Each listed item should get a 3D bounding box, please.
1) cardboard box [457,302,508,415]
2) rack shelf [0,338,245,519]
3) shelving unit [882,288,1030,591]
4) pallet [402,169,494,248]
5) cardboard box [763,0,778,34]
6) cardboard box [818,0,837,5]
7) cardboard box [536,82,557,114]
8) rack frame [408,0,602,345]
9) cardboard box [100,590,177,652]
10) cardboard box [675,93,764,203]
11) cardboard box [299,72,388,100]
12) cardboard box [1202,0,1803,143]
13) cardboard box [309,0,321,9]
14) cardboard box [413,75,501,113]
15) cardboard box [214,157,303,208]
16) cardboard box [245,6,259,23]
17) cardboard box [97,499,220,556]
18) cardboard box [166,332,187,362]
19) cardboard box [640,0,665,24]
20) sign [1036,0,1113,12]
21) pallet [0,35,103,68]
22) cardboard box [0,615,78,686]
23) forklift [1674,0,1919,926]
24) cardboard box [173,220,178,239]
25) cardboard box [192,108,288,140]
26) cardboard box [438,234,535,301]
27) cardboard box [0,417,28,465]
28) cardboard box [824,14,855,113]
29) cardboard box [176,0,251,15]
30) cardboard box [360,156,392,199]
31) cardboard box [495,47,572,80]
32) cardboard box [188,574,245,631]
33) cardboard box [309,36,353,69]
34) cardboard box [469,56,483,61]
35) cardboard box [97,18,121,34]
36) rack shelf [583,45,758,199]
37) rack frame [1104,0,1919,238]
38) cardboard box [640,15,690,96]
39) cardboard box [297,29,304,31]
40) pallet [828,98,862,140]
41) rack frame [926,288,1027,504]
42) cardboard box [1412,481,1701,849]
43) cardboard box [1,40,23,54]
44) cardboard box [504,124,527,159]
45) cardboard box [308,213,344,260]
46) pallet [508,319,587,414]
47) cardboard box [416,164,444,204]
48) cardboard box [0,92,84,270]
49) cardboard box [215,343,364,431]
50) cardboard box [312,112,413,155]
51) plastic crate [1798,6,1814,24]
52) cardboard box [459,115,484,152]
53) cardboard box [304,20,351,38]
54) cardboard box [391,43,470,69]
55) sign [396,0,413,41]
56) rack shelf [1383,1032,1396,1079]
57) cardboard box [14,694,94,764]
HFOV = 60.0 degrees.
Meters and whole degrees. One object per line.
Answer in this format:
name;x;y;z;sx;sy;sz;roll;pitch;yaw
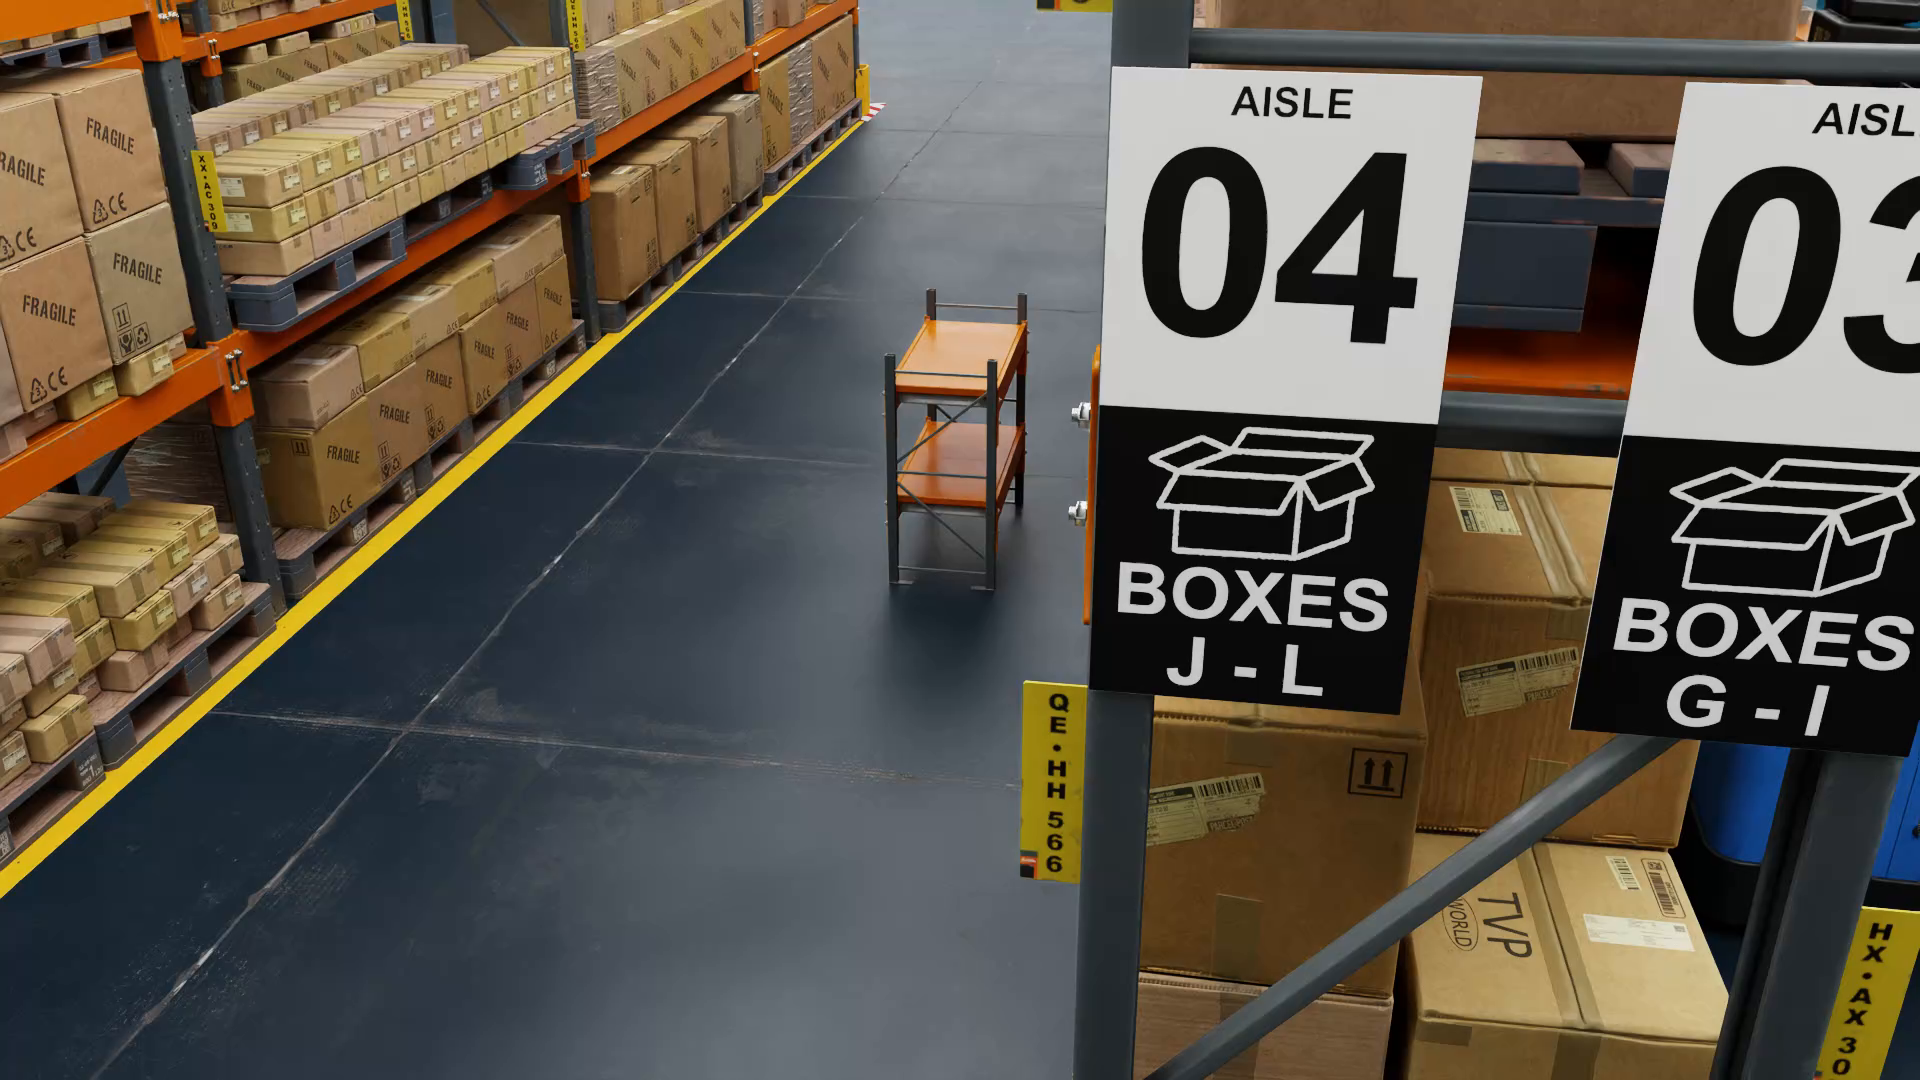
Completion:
cardboard box;-2.909;-1.038;9.384;0.500;0.500;0.500;3;25;6
rack shelf;-3.881;0.122;5.299;1.077;0.370;4.000;4;25;9
shelving unit;-0.001;-0.507;8.005;0.538;1.125;1.048;4;25;9
pallet;-3.183;-1.795;8.773;1.003;0.211;1.213;4;25;9
cardboard box;-2.130;-4.841;14.876;0.875;0.550;0.550;4;25;9
cardboard box;-1.677;-5.737;16.791;0.875;0.550;0.550;4;25;9
cardboard box;-2.574;-2.574;9.661;0.380;0.149;0.250;5;26;10
rack frame;-2.900;-2.713;10.508;1.000;3.000;0.127;4;25;9
cardboard box;-3.350;0.307;6.572;0.380;0.149;0.250;3;25;7
cardboard box;-2.259;-3.291;13.902;1.050;0.750;0.750;4;25;8
cardboard box;-3.339;-2.440;9.024;0.380;0.149;0.250;5;26;11
cardboard box;0.701;-0.842;2.240;0.700;0.500;0.500;3;25;5
cardboard box;-6.547;-5.324;16.382;0.380;0.149;0.250;4;25;8
cardboard box;-2.699;-2.395;8.928;0.380;0.149;0.250;4;25;9
cardboard box;-3.036;-1.519;7.056;0.380;0.149;0.250;5;26;11
cardboard box;-6.775;-4.905;15.487;0.380;0.149;0.250;4;25;8
cardboard box;-3.355;-0.042;6.966;0.380;0.149;0.250;5;25;10
cardboard box;-3.370;-0.791;6.697;0.380;0.149;0.250;4;25;8
cardboard box;-2.571;-4.038;12.042;0.700;0.500;0.500;4;25;8
sign;0.136;-0.748;1.821;0.100;0.325;0.005;4;25;9
pallet;-7.517;-3.758;12.965;1.003;0.211;1.213;4;25;9
cardboard box;-3.464;0.395;6.033;0.380;0.149;0.250;3;25;6
forklift;3.229;-0.602;6.079;1.130;2.935;3.031;5;26;11
cardboard box;-3.643;-1.405;7.514;0.380;0.149;0.250;4;25;9
cardboard box;-3.507;-2.000;8.084;0.380;0.149;0.250;3;25;7
cardboard box;-2.825;-1.594;9.687;0.500;0.250;0.500;4;25;9
cardboard box;-3.488;-0.346;5.747;0.380;0.149;0.250;3;25;6
cardboard box;-1.638;-4.999;17.401;0.875;0.875;0.875;4;25;9
cardboard box;-6.800;-5.031;14.992;0.500;0.500;0.500;4;25;8
cardboard box;-2.912;-1.709;7.814;0.380;0.149;0.250;3;25;6
cardboard box;-2.528;-2.822;9.840;0.380;0.149;0.250;3;25;6
cardboard box;-3.282;0.249;7.048;0.380;0.149;0.250;4;25;9
cardboard box;-6.538;-4.862;16.962;0.500;0.500;0.500;3;25;7
cardboard box;-3.091;-2.965;10.929;0.500;0.500;0.500;4;25;9
cardboard box;-7.063;-4.202;13.491;0.380;0.149;0.250;4;25;9
rack shelf;-2.573;-3.224;12.447;1.077;0.370;4.000;4;25;9
rack frame;0.669;-1.698;1.263;1.000;3.000;0.127;4;25;9
cardboard box;-2.314;-3.559;12.198;0.500;0.500;0.500;4;25;8
cardboard box;-6.982;-5.097;17.464;0.500;0.500;0.500;3;25;7
pallet;-1.646;-4.456;17.521;1.003;0.211;1.213;4;25;9
rack frame;0.082;-0.719;8.460;0.500;1.125;0.032;4;25;9
cardboard box;1.096;0.221;3.180;0.500;0.500;0.500;3;25;7
cardboard box;-7.359;-3.781;12.590;0.380;0.149;0.250;5;26;11
cardboard box;-2.656;-2.236;9.289;0.380;0.149;0.250;4;25;8
cardboard box;-2.996;-1.366;7.430;0.380;0.149;0.250;4;25;9
pallet;-3.029;-1.123;10.401;1.003;0.211;1.213;4;25;9
cardboard box;-2.828;-1.796;8.349;0.380;0.149;0.250;4;25;8
cardboard box;-3.443;-1.241;5.715;0.500;0.500;0.500;3;25;7
cardboard box;-3.172;-0.728;7.837;0.500;0.250;0.500;3;25;6
cardboard box;-2.867;-1.954;7.986;0.380;0.149;0.250;4;25;8
plastic crate;7.707;-4.858;15.402;0.298;0.136;0.250;4;25;9
cardboard box;-2.740;-2.146;8.747;0.380;0.149;0.250;5;25;10
cardboard box;-6.449;-5.211;16.944;0.380;0.149;0.250;5;26;11
cardboard box;-3.168;-2.877;9.958;0.380;0.149;0.250;4;25;9
sign;-3.448;-3.274;10.341;0.100;0.325;0.005;4;25;9
rack shelf;0.996;0.508;4.475;1.077;0.370;4.000;4;25;9
cardboard box;-3.451;0.681;6.123;0.380;0.149;0.250;4;25;8
